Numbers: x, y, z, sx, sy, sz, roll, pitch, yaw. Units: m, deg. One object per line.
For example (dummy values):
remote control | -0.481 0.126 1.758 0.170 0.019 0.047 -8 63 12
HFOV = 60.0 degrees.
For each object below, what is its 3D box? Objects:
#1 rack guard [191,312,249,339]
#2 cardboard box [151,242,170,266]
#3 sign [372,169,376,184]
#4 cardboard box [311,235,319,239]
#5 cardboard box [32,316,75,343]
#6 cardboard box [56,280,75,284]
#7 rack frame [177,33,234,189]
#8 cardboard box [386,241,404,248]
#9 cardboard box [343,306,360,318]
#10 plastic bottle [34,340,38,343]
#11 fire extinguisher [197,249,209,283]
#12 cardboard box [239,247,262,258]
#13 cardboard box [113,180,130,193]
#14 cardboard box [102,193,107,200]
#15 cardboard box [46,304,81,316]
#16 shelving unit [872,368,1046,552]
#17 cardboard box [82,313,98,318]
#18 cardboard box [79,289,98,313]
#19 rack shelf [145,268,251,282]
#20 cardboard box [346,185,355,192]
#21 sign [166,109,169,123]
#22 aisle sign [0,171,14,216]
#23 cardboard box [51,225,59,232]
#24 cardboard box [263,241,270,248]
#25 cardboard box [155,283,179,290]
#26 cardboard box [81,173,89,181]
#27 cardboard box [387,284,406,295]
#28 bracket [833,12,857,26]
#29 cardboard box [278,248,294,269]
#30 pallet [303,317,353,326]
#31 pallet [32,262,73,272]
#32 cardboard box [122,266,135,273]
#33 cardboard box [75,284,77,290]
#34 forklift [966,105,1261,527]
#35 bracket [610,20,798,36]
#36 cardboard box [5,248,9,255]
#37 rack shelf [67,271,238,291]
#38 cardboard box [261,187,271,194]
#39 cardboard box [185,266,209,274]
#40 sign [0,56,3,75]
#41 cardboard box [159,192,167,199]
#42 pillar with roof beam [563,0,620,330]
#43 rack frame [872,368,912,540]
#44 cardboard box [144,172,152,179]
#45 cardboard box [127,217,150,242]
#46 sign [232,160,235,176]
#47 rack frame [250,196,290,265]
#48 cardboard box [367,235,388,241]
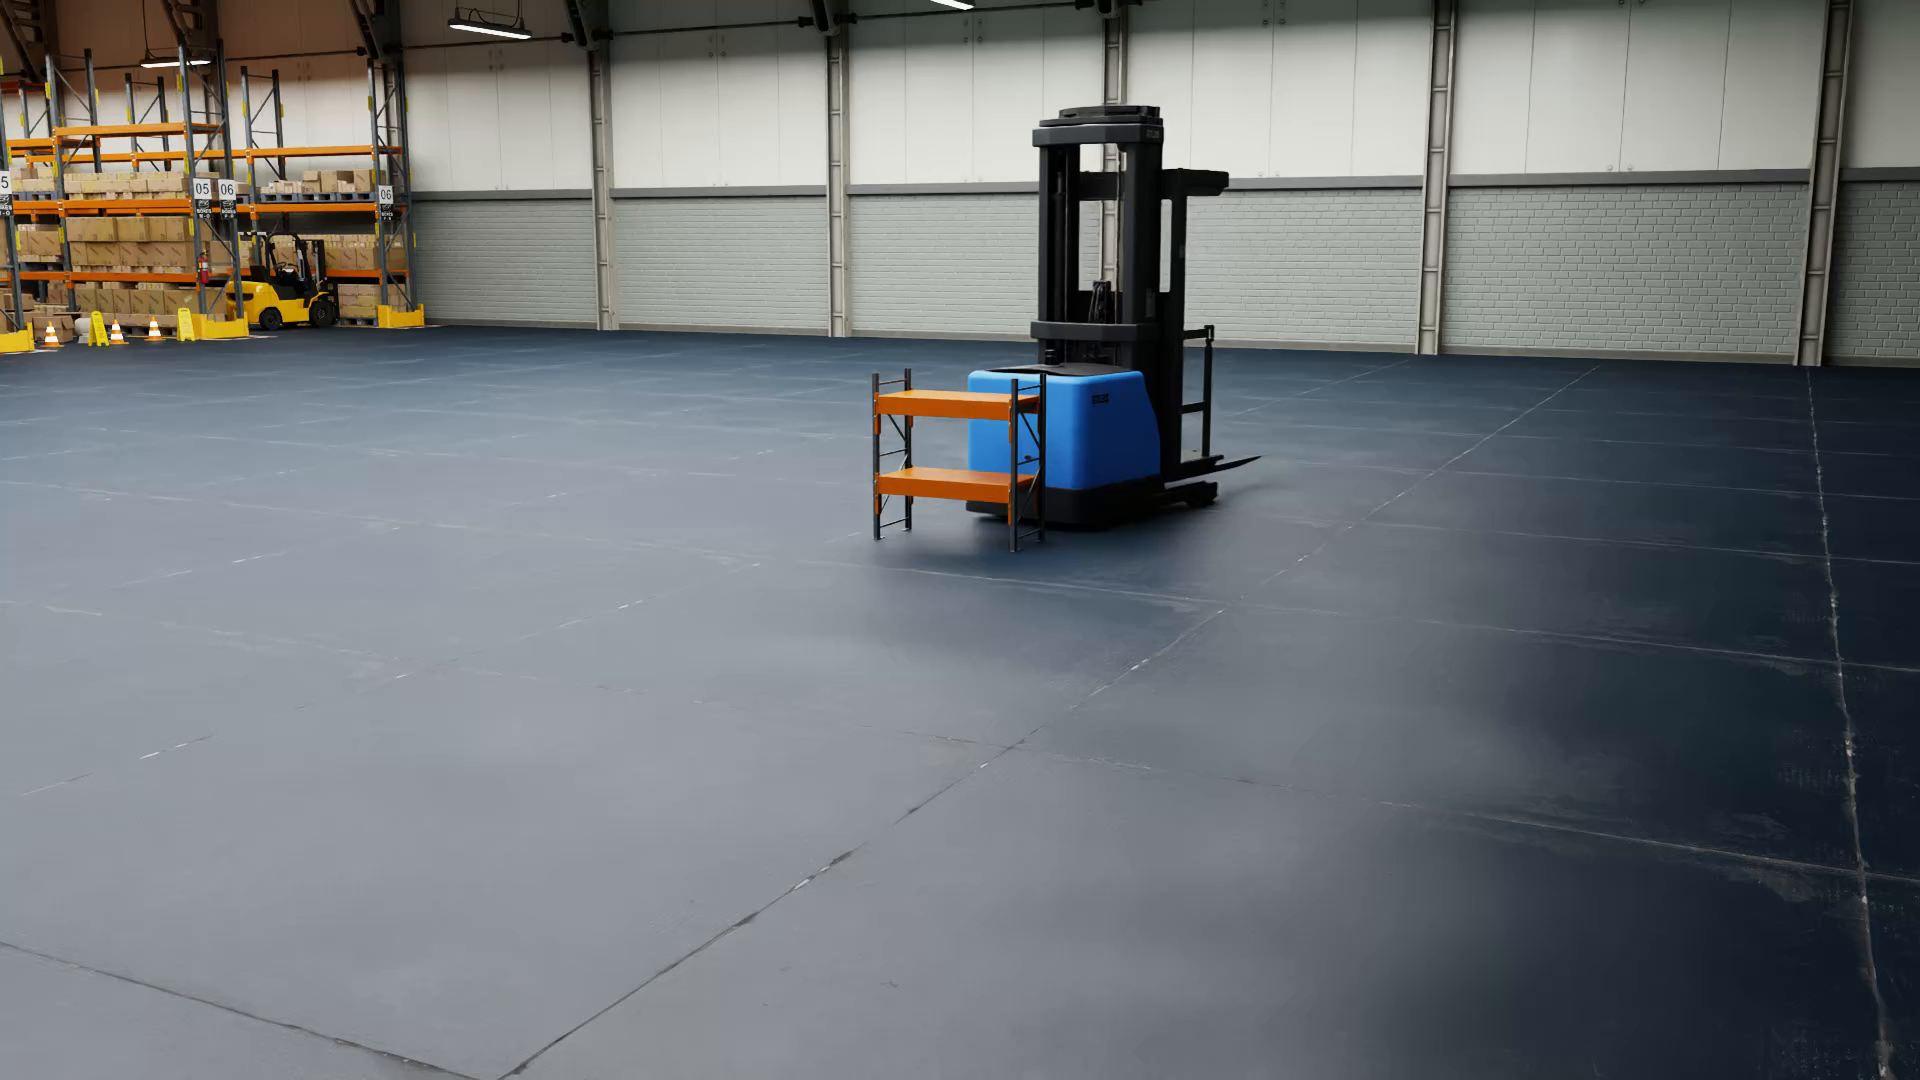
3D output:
rack guard | -15.287 -4.441 34.365 0.348 0.500 1.175 5 11 26
cardboard box | -16.275 -5.900 34.290 0.500 0.500 0.500 5 11 26
sign | -13.279 -8.245 37.680 0.005 0.325 0.100 5 11 26
cardboard box | -15.037 -7.110 39.156 0.250 0.149 0.380 5 11 26
cardboard box | -17.915 -4.171 32.863 0.637 0.503 0.797 -2 11 -14
cardboard box | -23.329 -6.762 43.355 0.250 0.149 0.380 4 11 23
rack frame | -15.219 -8.617 33.575 0.127 3.000 1.000 5 11 26
cardboard box | -13.216 -6.895 38.801 0.250 0.149 0.380 5 11 24
cardboard box | -14.029 -5.339 38.850 0.500 0.250 0.500 5 11 26
plastic bottle | -18.140 -3.863 32.401 0.283 0.061 0.133 1 10 6
fire extinguisher | -15.320 -5.545 33.660 0.183 0.674 0.296 5 11 26
cardboard box | -17.167 -6.943 40.190 0.500 0.250 0.500 5 11 25
cardboard box | -17.169 -7.330 34.474 0.500 0.250 0.500 5 11 26
cardboard box | -17.712 -7.189 34.810 0.250 0.149 0.380 5 11 24
cardboard box | -19.278 -4.935 36.274 0.625 0.372 0.950 5 11 27
shelving unit | -0.006 -0.554 11.133 1.048 1.125 0.538 5 11 26
cardboard box | -18.397 -4.744 35.564 0.500 0.250 0.500 4 11 23
cardboard box | -18.397 -5.113 35.497 0.500 0.500 0.500 6 12 29
rack shelf | -18.407 -6.577 41.168 4.000 0.370 1.077 5 11 26
cardboard box | -13.904 -8.083 38.293 0.250 0.149 0.380 5 11 24
sign | -19.958 -10.667 41.834 0.005 0.325 0.100 5 11 26
aisle sign | -17.122 -6.188 29.700 0.004 0.787 0.394 5 11 26
cardboard box | -20.091 -6.865 36.620 0.250 0.149 0.380 6 12 29
cardboard box | -16.444 -7.075 39.796 0.250 0.149 0.380 5 11 25
cardboard box | -16.412 -5.247 34.412 0.250 0.149 0.380 5 12 27
cardboard box | -18.189 -7.610 34.900 0.250 0.149 0.380 5 11 24
cardboard box | -13.374 -5.872 38.986 0.500 0.250 0.500 5 11 25
bracket | -2.275 -10.345 33.016 0.430 0.232 0.235 5 11 26
cardboard box | -15.857 -6.708 39.588 0.500 0.500 0.500 5 12 27
pallet | -14.821 -5.236 39.568 1.213 0.211 1.003 5 11 26
pallet | -19.427 -5.969 36.329 1.213 0.211 1.003 5 11 26
cardboard box | -17.284 -5.663 34.803 0.250 0.149 0.380 5 11 26
cardboard box | -22.814 -6.582 43.191 0.250 0.149 0.380 5 11 25
forklift | 1.331 -1.744 12.638 1.130 2.935 3.031 8 13 36
bracket | -5.330 -10.614 34.500 4.783 0.066 0.076 5 11 26
cardboard box | -20.698 -6.504 36.449 0.500 0.500 0.500 5 11 24
rack shelf | -17.013 -5.469 35.045 4.000 0.370 1.077 5 11 26
cardboard box | -16.345 -8.298 39.479 0.250 0.149 0.380 5 12 27
cardboard box | -15.649 -5.537 34.106 0.250 0.149 0.380 5 12 28
sign | -17.068 -8.444 29.553 0.005 0.325 0.100 5 11 26
cardboard box | -16.124 -7.042 33.999 0.250 0.149 0.380 5 12 28
pillar with roof beam | -9.776 -8.449 32.644 0.548 9.000 9.100 5 11 26
rack frame | -0.462 -0.594 11.354 0.032 1.125 0.500 5 11 26
cardboard box | -16.525 -7.482 34.190 0.250 0.149 0.380 5 11 26
cardboard box | -16.727 -6.423 34.373 0.500 0.500 0.700 5 11 25
sign | -14.979 -7.658 34.244 0.005 0.325 0.100 5 11 26
rack frame | -16.613 -6.773 40.233 0.127 3.000 1.000 5 11 26
cardboard box | -13.441 -6.968 38.368 0.250 0.149 0.380 5 11 26
